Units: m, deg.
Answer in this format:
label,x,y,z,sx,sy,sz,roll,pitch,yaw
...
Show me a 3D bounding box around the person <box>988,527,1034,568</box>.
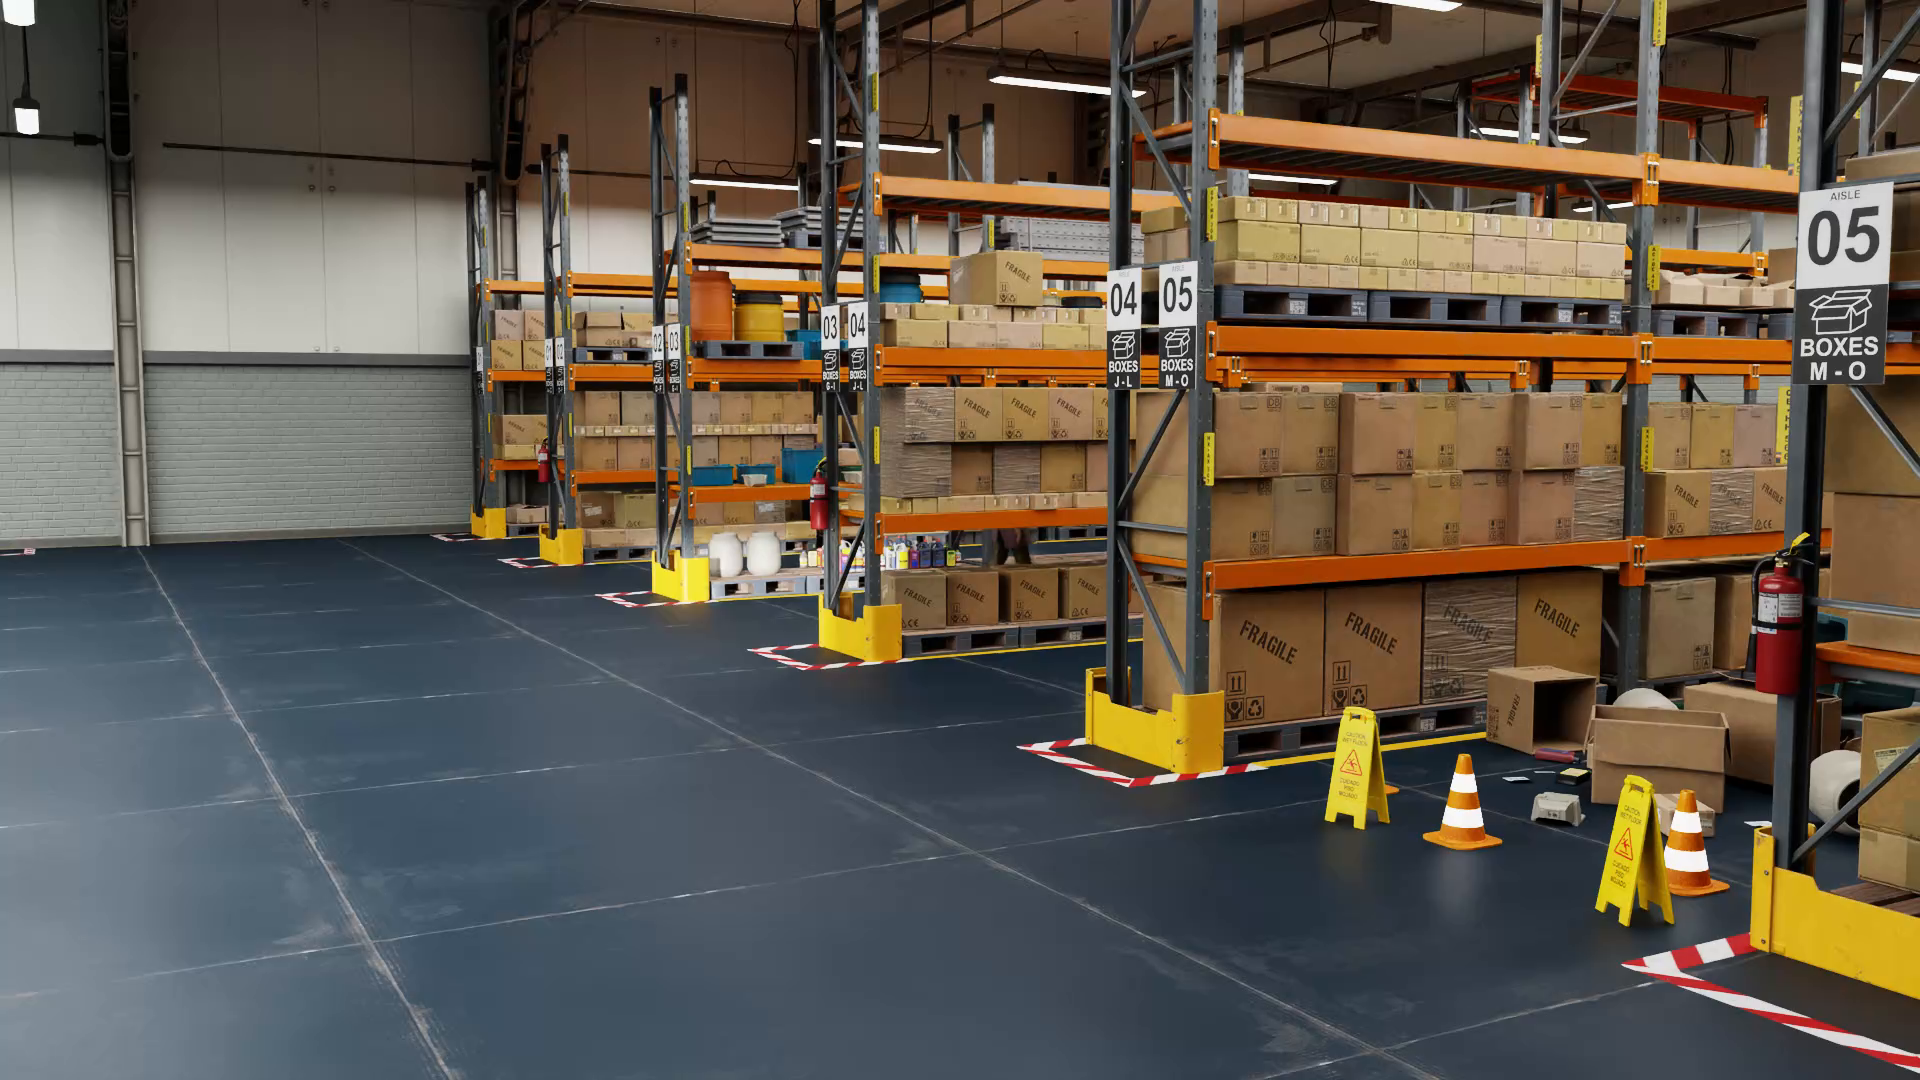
label,x,y,z,sx,sy,sz,roll,pitch,yaw
person,0.607,-0.155,18.899,0.816,1.767,0.623,-3,6,-28
